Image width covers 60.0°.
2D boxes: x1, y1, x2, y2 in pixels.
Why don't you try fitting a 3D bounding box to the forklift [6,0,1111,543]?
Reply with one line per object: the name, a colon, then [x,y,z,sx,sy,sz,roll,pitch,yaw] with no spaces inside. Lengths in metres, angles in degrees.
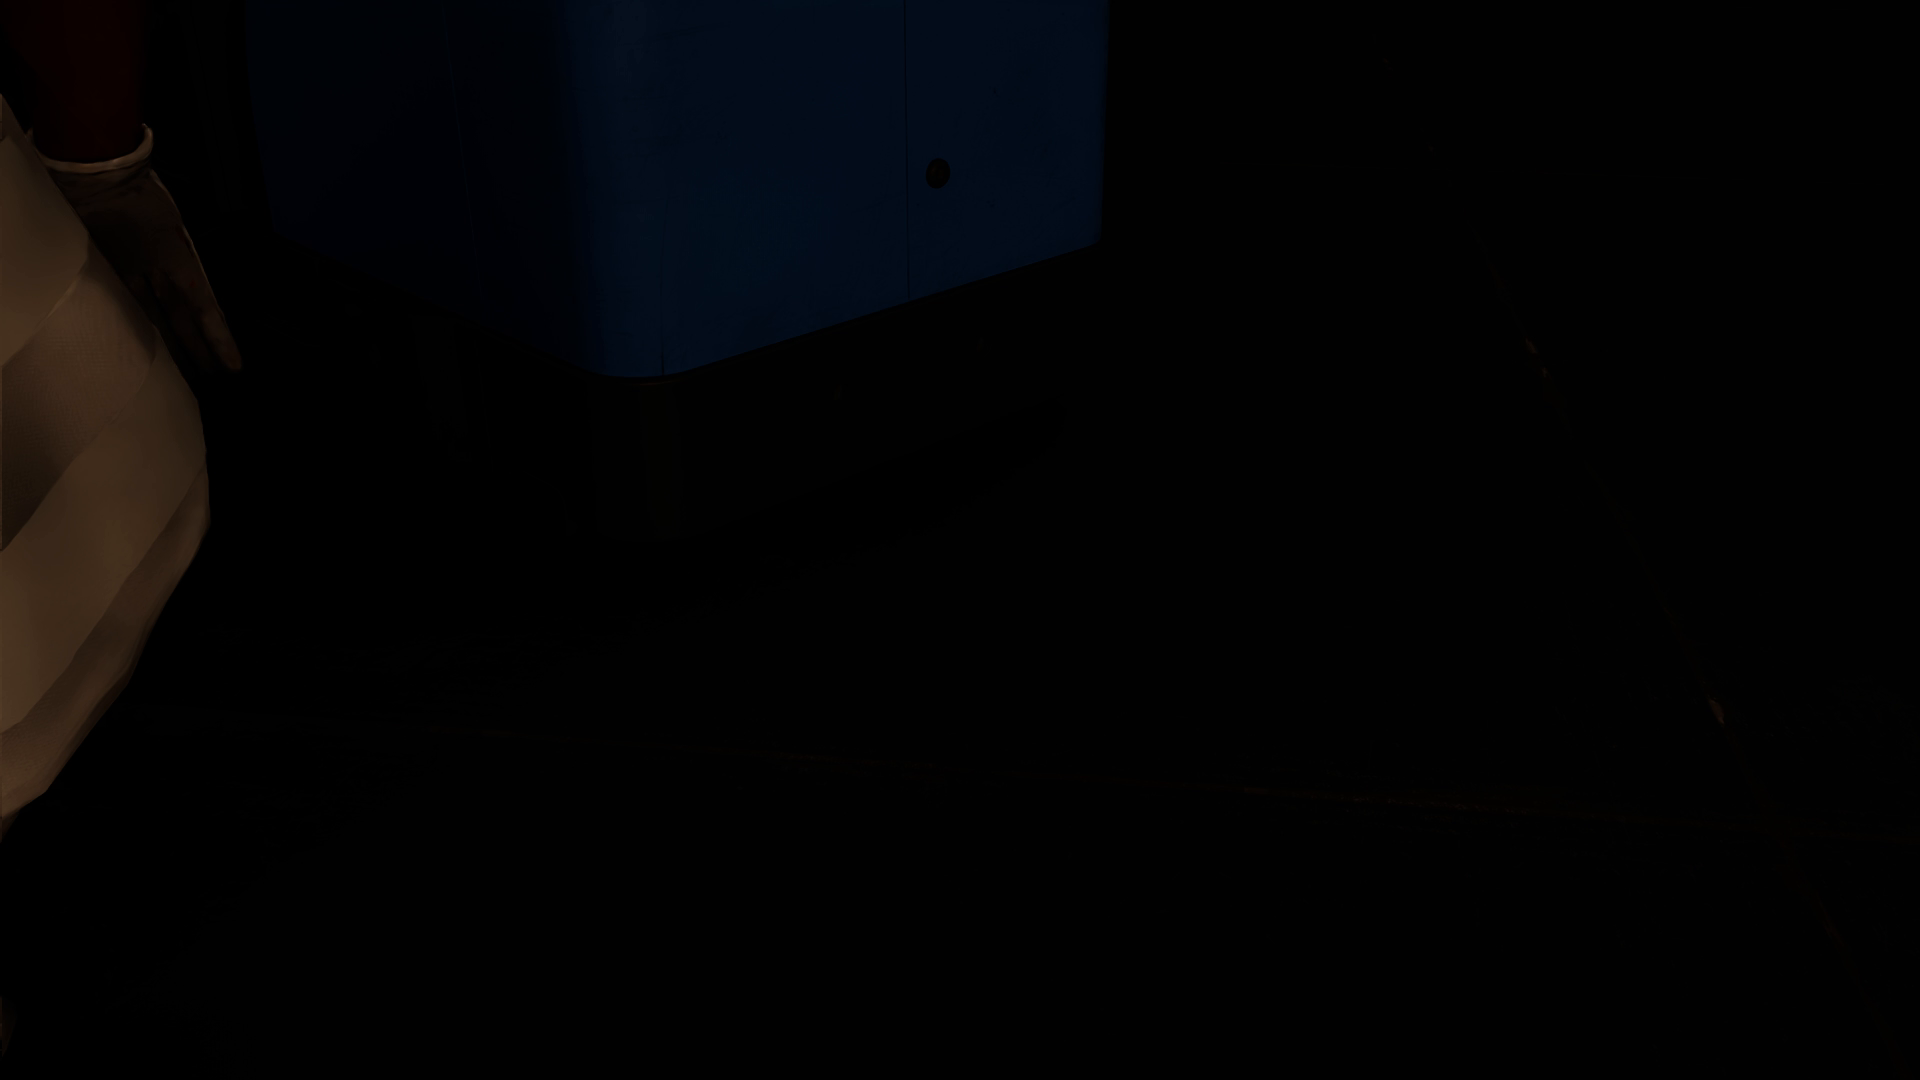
forklift: [-1.140,-1.866,2.957,3.031,2.935,1.130,24,35,39]
